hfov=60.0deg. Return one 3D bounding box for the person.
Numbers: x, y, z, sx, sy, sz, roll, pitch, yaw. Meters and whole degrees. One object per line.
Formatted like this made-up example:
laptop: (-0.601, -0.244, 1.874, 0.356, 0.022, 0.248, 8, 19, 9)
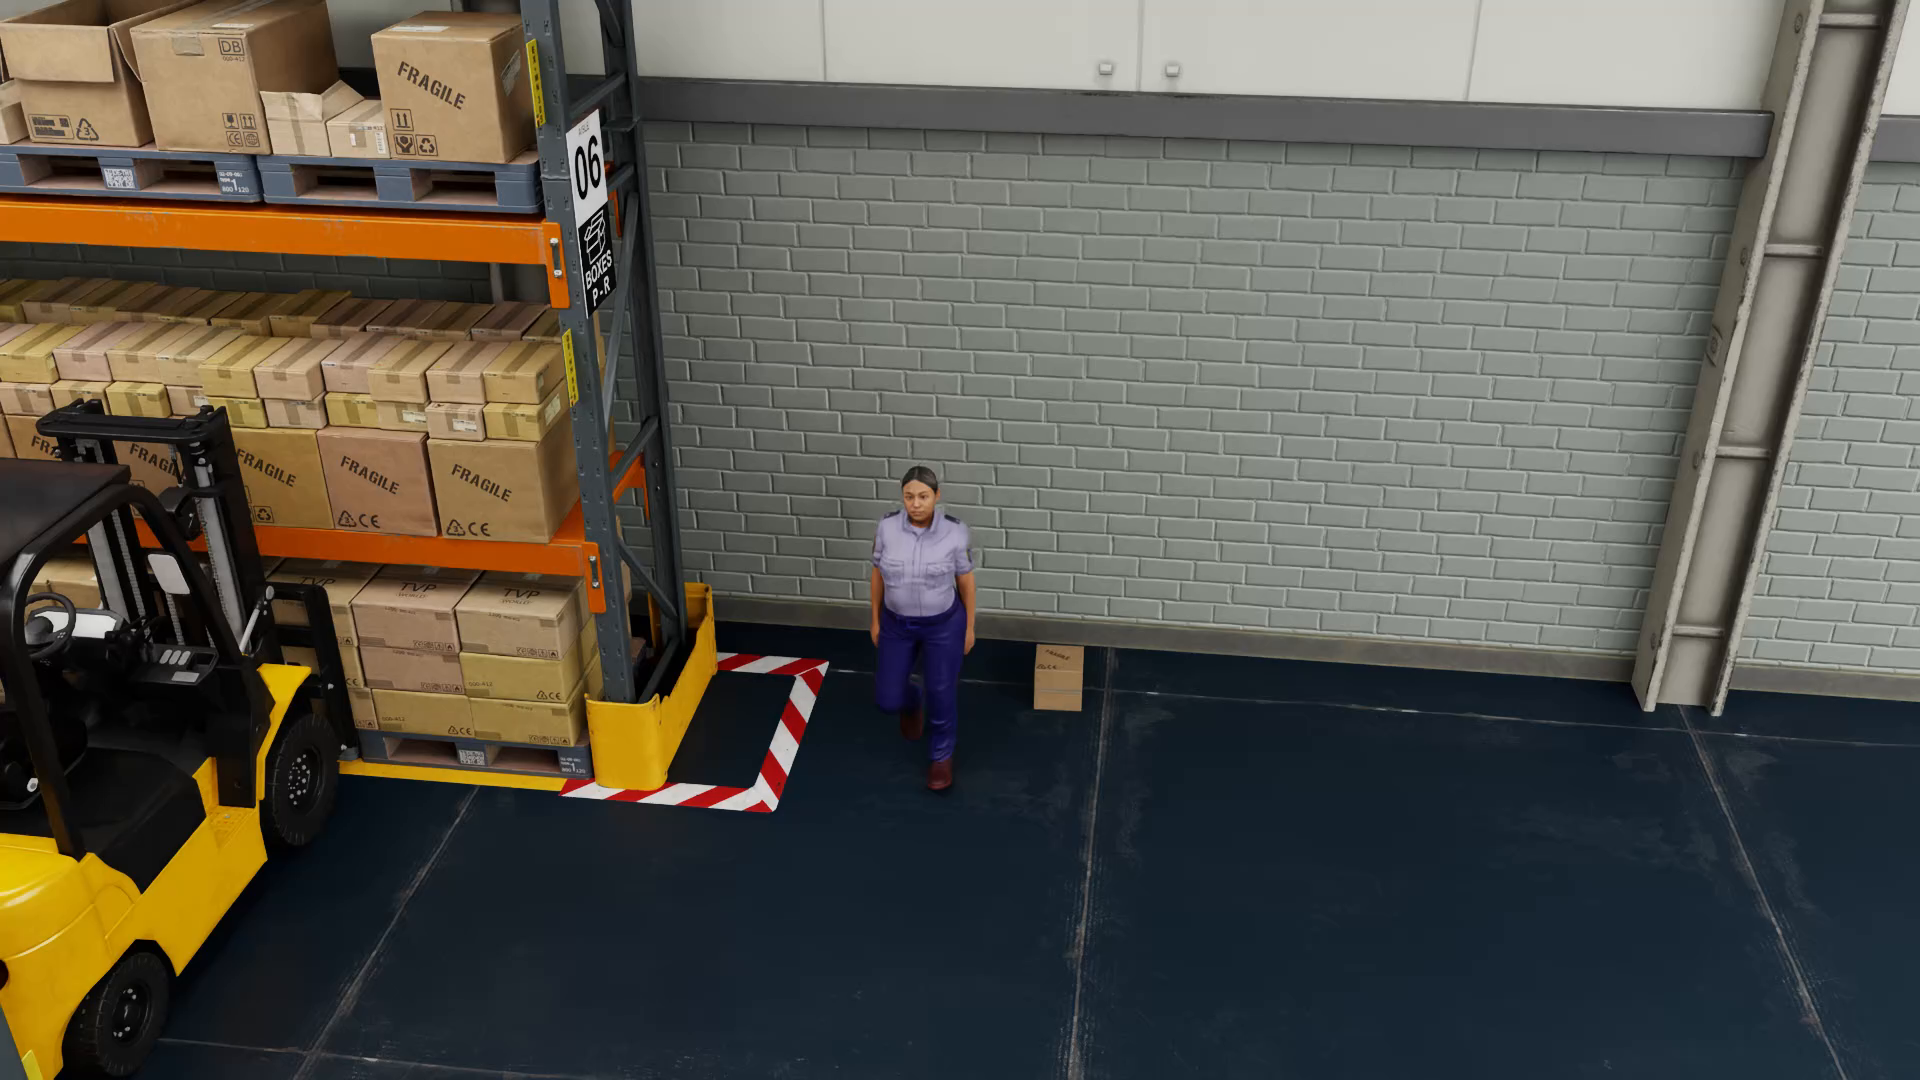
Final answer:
person: (-0.173, 0.384, 7.901, 0.501, 1.629, 0.505, 4, 29, 7)
